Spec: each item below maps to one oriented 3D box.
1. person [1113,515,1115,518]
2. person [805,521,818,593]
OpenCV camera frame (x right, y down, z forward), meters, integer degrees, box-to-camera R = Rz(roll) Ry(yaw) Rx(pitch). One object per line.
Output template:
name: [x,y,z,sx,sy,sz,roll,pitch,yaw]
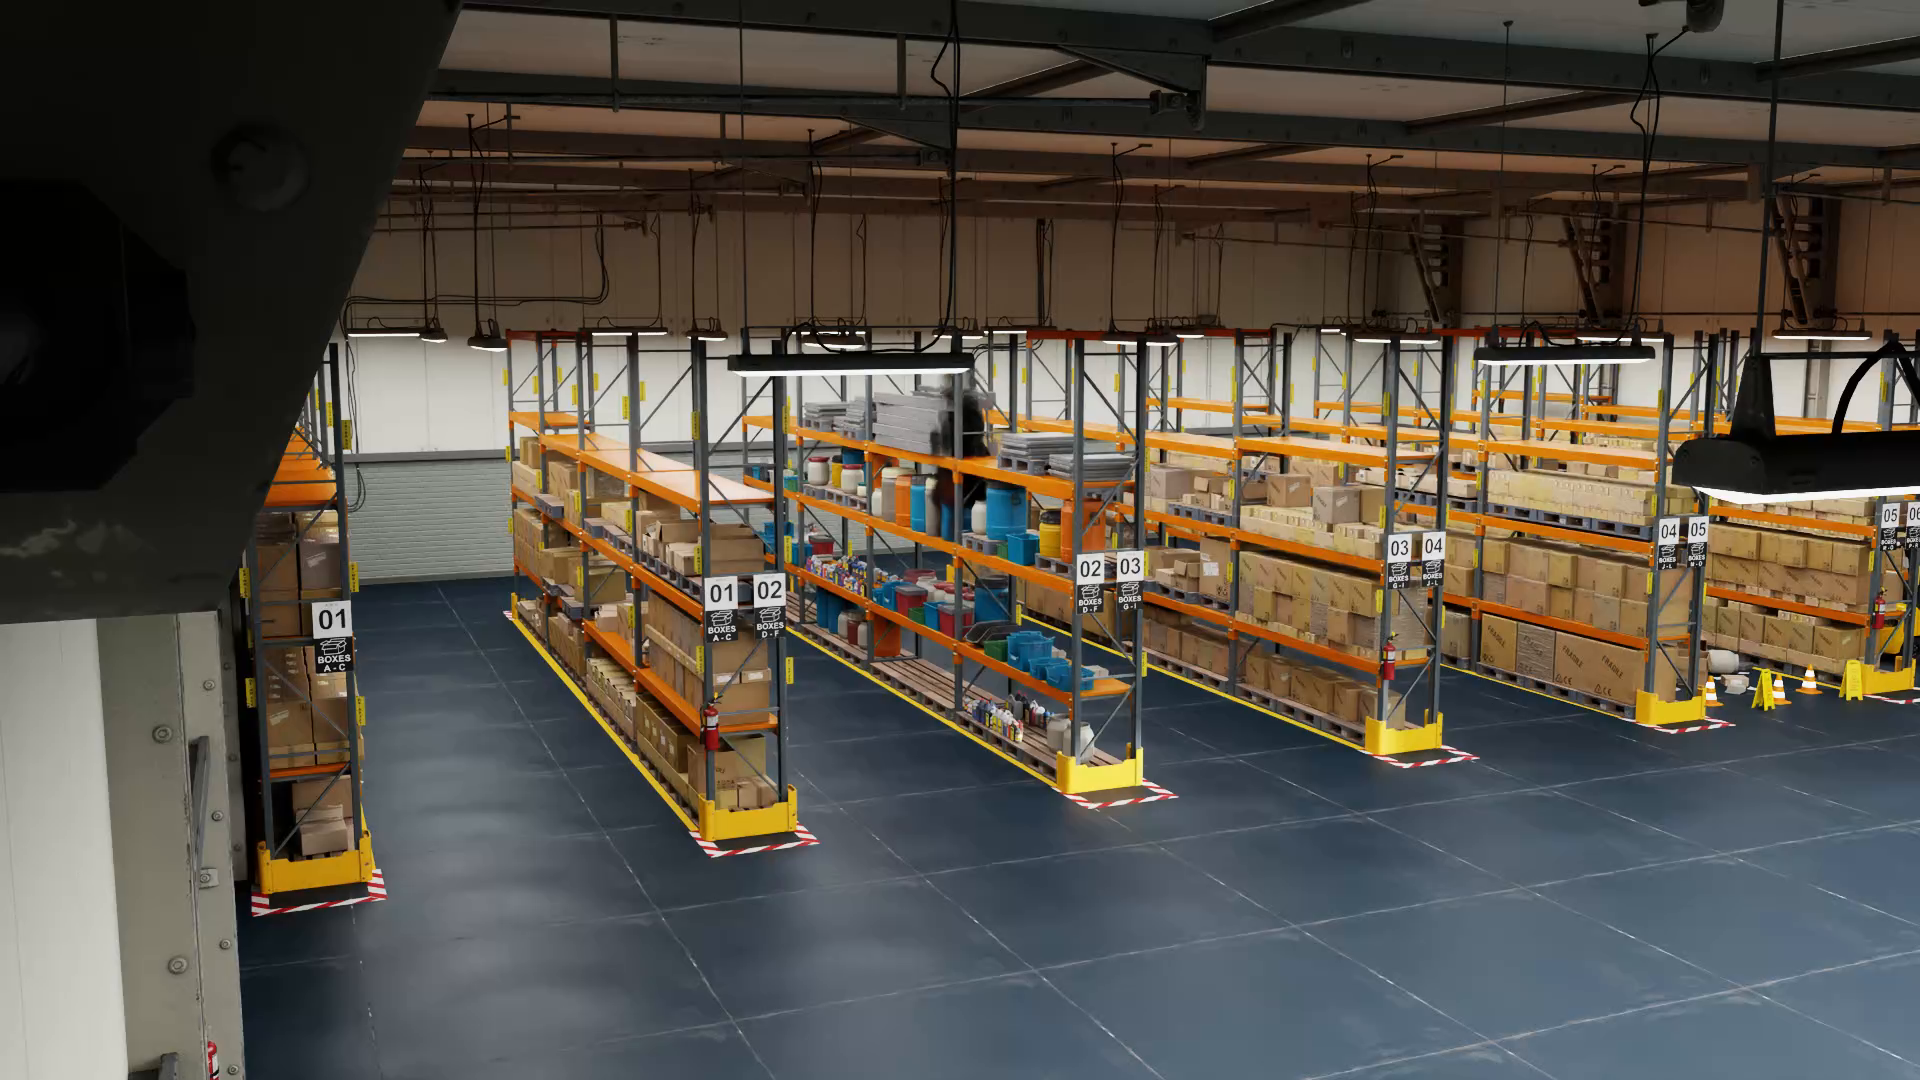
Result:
person: [3.629,0.219,38.976,0.686,1.648,0.542,-2,8,-11]
person: [-3.252,0.375,37.737,0.594,1.650,0.631,2,8,15]
